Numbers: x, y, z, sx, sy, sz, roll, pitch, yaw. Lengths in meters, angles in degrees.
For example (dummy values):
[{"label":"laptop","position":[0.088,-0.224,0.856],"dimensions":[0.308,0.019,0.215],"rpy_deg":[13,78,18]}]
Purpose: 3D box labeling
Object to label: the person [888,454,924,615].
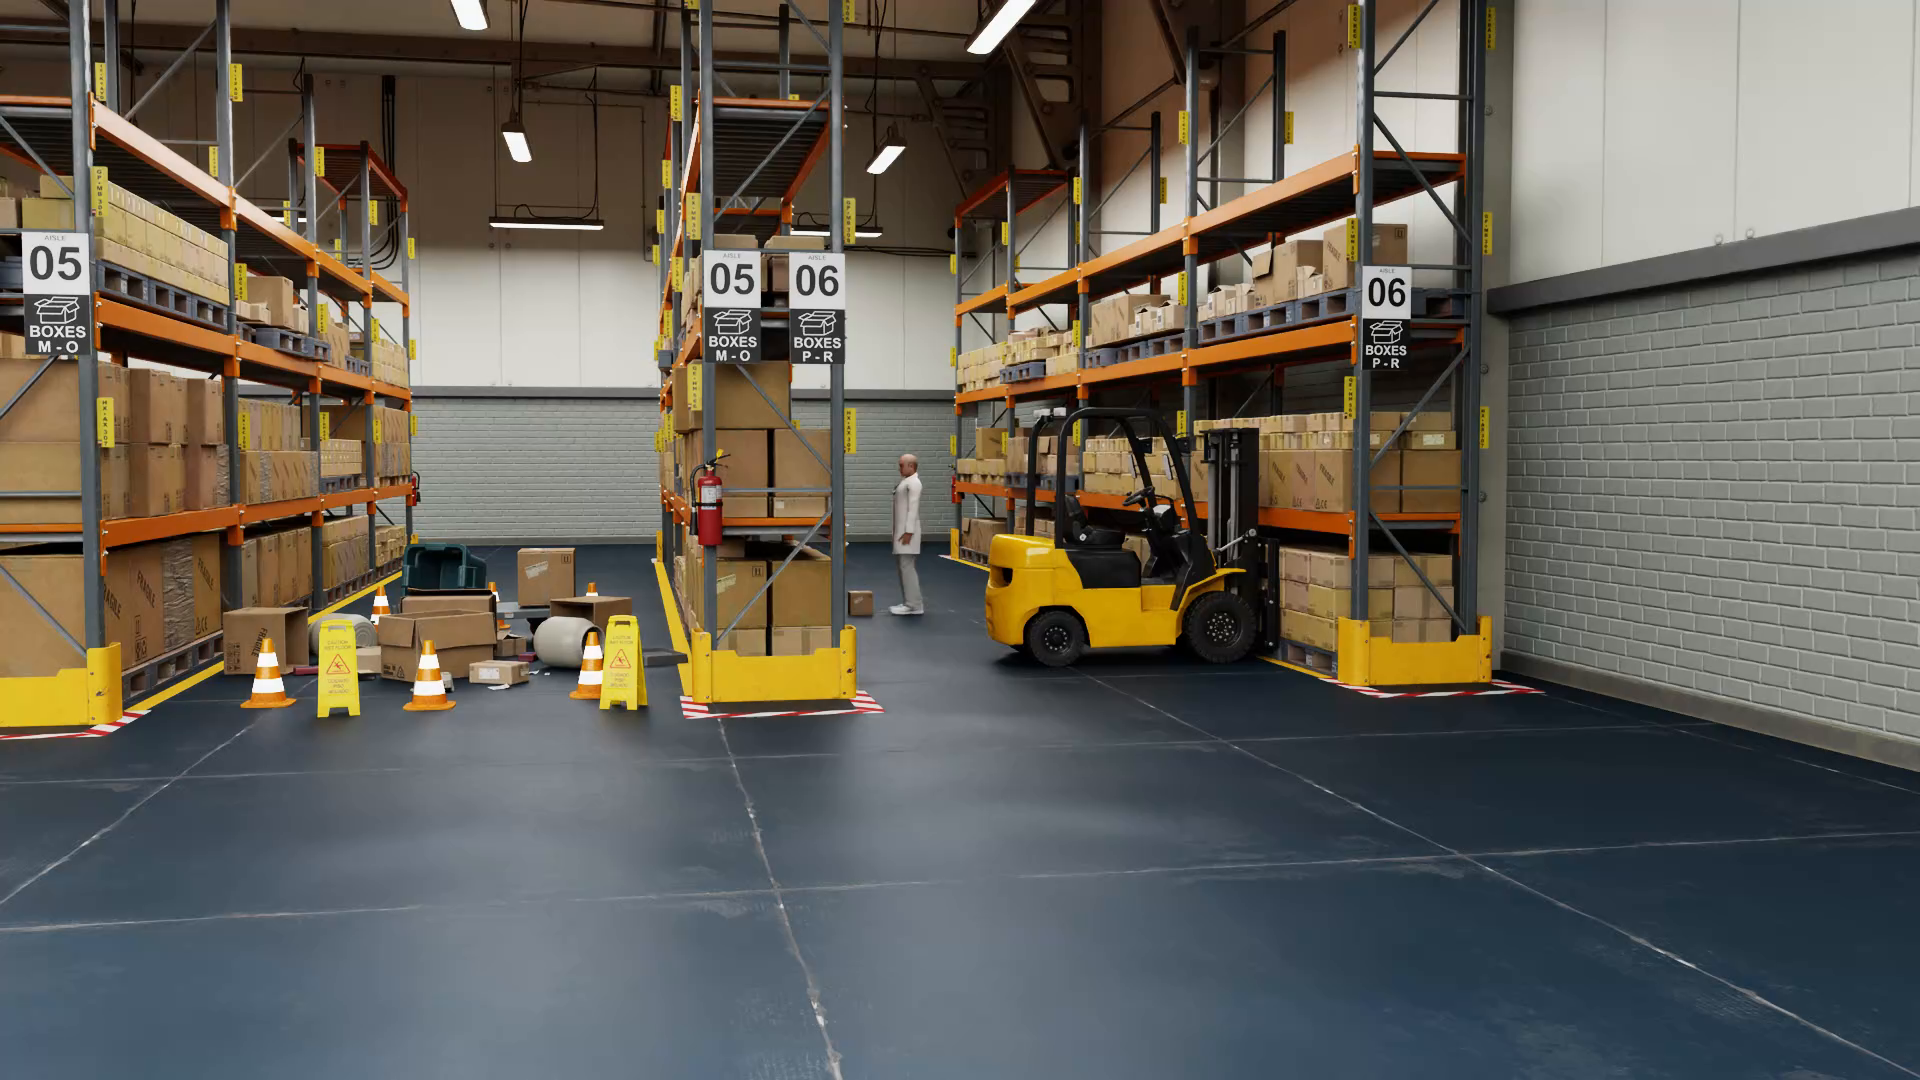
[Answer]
[{"label":"person","position":[-0.597,-0.082,18.443],"dimensions":[0.382,1.740,0.563],"rpy_deg":[-1,3,-10]}]
